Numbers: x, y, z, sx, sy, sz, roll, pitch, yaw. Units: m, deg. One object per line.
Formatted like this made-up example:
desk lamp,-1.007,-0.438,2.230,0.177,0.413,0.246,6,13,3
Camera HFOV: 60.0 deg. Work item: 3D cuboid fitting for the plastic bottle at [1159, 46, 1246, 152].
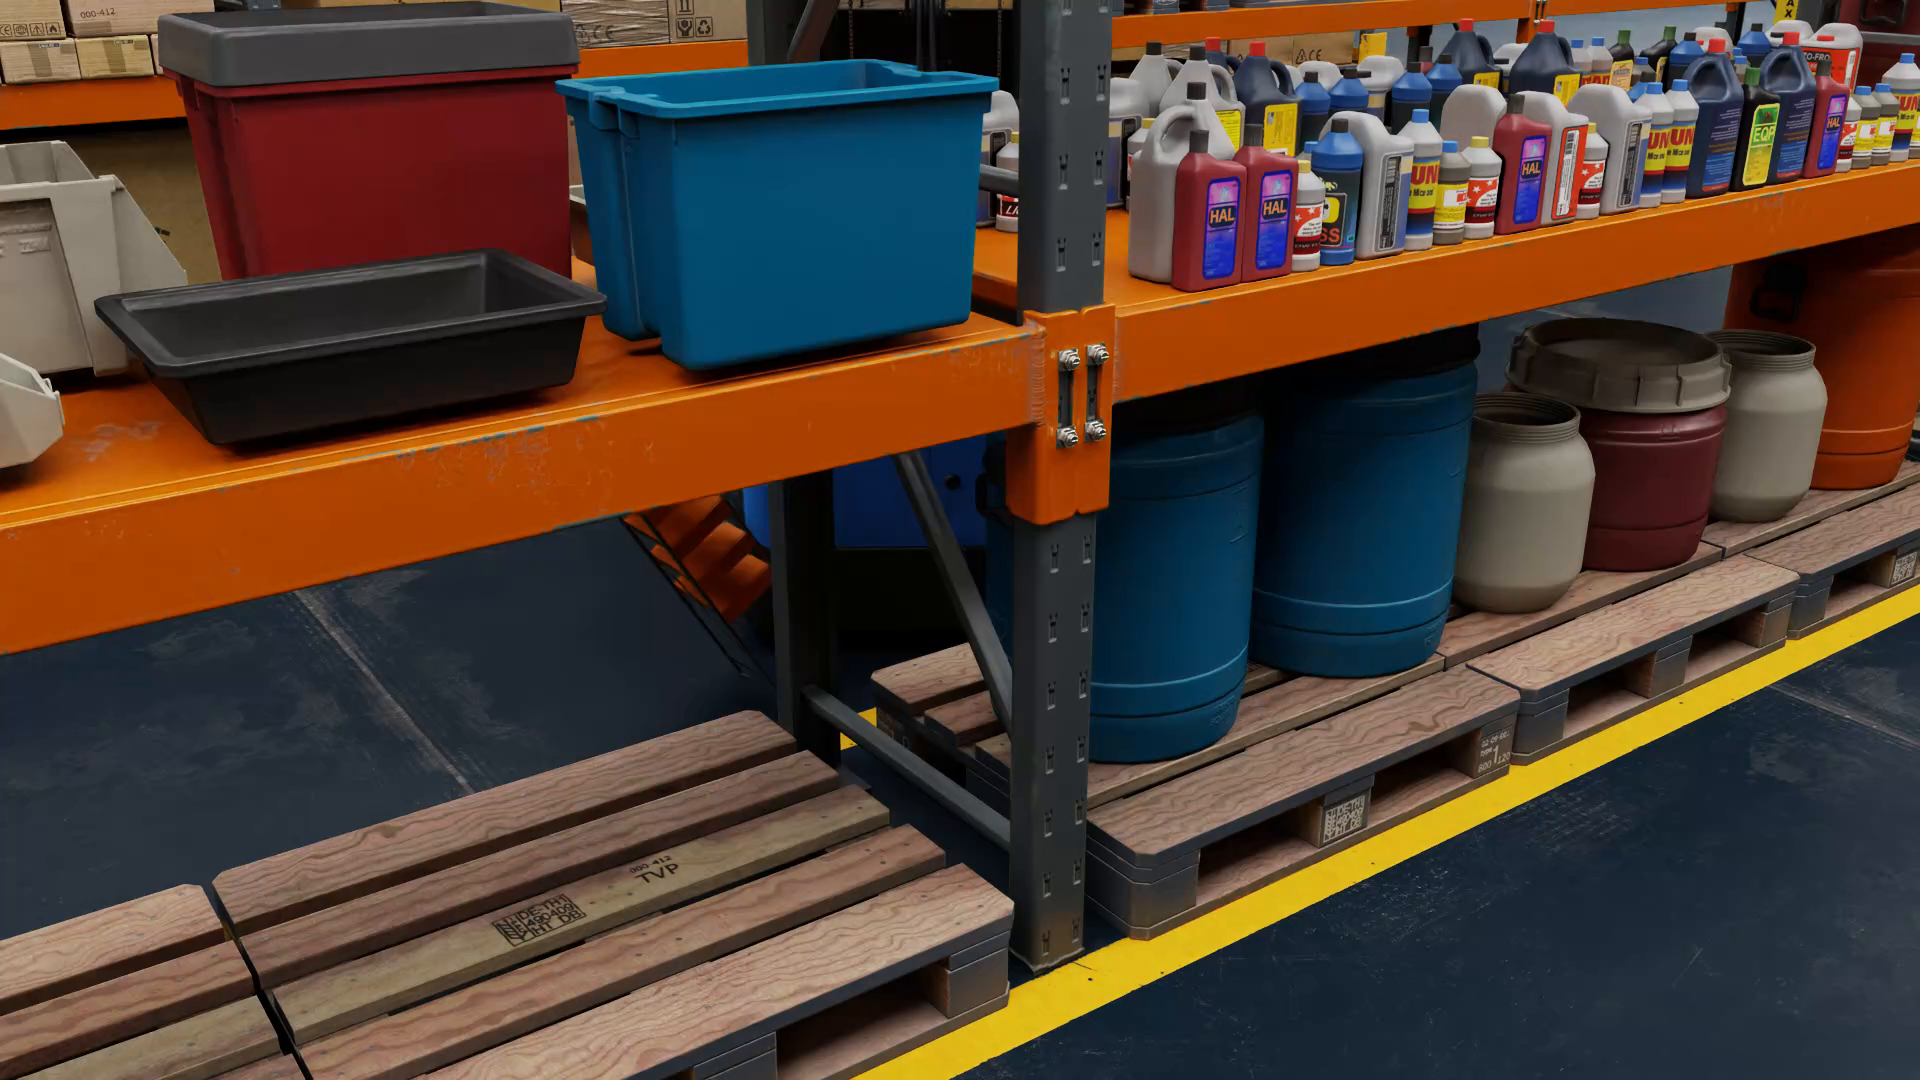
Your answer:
plastic bottle,0.545,-0.933,3.753,0.185,0.351,0.144,-15,26,-33

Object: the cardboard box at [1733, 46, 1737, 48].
cardboard box,6.237,-3.693,13.410,0.500,0.500,0.500,-10,24,-23

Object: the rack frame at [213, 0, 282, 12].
rack frame,-2.987,-2.192,6.841,0.127,3.000,1.000,-15,26,-33

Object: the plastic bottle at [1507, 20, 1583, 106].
plastic bottle,1.553,-1.198,4.417,0.185,0.351,0.144,-15,26,-33

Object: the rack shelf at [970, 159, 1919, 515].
rack shelf,1.529,-0.800,4.325,4.000,0.370,1.077,-15,26,-33

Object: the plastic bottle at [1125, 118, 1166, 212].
plastic bottle,0.421,-0.837,3.715,0.097,0.201,0.097,0,22,0

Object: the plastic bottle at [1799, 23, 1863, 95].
plastic bottle,2.701,-1.467,5.194,0.135,0.276,0.152,-15,26,-33

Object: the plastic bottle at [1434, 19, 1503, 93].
plastic bottle,1.355,-1.214,4.459,0.185,0.351,0.144,-15,26,-33

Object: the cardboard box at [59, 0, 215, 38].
cardboard box,-3.192,-2.085,6.376,0.500,0.250,0.500,-15,26,-34

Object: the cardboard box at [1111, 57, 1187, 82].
cardboard box,1.211,-2.721,9.935,0.500,0.250,0.500,-12,25,-27

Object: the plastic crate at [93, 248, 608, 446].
plastic crate,-0.846,-0.278,2.337,0.590,0.125,0.437,-15,26,-33

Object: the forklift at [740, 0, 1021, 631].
forklift,-0.118,-1.609,5.474,1.130,2.935,3.031,-1,22,-1

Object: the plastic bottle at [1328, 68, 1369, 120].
plastic bottle,0.940,-1.008,4.049,0.097,0.271,0.097,0,22,0

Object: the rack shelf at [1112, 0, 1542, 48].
rack shelf,1.883,-3.156,10.229,4.000,0.370,1.077,-15,26,-33

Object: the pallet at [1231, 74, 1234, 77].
pallet,2.346,-4.549,16.511,1.213,0.211,1.003,-15,26,-33

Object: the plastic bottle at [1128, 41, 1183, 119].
plastic bottle,0.460,-0.976,3.861,0.185,0.351,0.144,-15,26,-33

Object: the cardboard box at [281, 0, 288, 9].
cardboard box,-2.767,-2.421,7.282,0.500,0.500,0.500,-15,26,-33

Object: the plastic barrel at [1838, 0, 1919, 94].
plastic barrel,3.352,-1.822,5.732,0.708,0.536,0.600,-15,26,-33

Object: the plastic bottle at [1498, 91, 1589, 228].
plastic bottle,1.255,-0.830,3.596,0.135,0.276,0.152,-15,26,-33

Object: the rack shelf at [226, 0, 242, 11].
rack shelf,-4.179,-3.804,11.854,4.000,0.370,1.077,-15,26,-33

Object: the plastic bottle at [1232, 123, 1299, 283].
plastic bottle,0.560,-0.627,3.078,0.133,0.283,0.061,-15,26,-33

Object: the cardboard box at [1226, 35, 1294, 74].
cardboard box,2.714,-5.153,16.564,0.875,0.875,0.875,-15,26,-34

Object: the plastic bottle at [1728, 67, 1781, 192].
plastic bottle,1.887,-0.981,3.965,0.133,0.283,0.061,-15,26,-33

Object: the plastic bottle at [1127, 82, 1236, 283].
plastic bottle,0.413,-0.666,3.085,0.185,0.351,0.144,-15,26,-33

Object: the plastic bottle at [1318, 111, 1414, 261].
plastic bottle,0.801,-0.709,3.292,0.135,0.276,0.152,-15,26,-33

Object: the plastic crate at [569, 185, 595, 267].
plastic crate,-0.556,-0.549,3.000,0.243,0.136,0.396,-15,26,-33

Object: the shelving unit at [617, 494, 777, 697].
shelving unit,-0.702,-0.073,4.059,0.189,1.200,0.258,-46,41,-18

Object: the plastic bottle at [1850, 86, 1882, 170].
plastic bottle,2.307,-1.063,4.282,0.097,0.201,0.097,0,22,0

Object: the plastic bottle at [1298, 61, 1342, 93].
plastic bottle,0.852,-1.044,4.132,0.135,0.276,0.152,-15,26,-33

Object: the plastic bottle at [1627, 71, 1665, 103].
plastic bottle,1.627,-0.980,3.979,0.097,0.271,0.097,0,22,0

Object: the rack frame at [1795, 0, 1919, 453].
rack frame,3.152,-1.567,5.277,0.127,3.000,1.000,-15,26,-33

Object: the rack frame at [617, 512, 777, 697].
rack frame,-0.762,-0.011,4.031,0.006,1.200,0.240,-46,41,-18

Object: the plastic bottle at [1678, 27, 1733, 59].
plastic bottle,2.237,-1.413,5.058,0.135,0.276,0.152,-15,26,-33

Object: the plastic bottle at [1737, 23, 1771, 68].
plastic bottle,2.502,-1.494,5.267,0.097,0.271,0.097,0,22,0

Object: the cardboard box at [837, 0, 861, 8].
cardboard box,-0.824,-2.703,7.988,0.500,0.500,0.500,-16,27,-35

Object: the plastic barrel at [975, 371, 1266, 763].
plastic barrel,0.357,-0.035,3.700,0.708,0.901,0.600,-15,26,-33

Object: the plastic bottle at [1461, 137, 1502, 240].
plastic bottle,1.069,-0.733,3.454,0.097,0.201,0.097,0,22,0

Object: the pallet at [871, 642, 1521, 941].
pallet,0.556,0.439,4.011,1.213,0.211,1.003,-15,26,-33

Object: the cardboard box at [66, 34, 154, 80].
cardboard box,-3.253,-1.854,6.335,0.250,0.149,0.380,-14,26,-32

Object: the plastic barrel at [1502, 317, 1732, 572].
plastic barrel,1.848,-0.287,4.755,0.708,0.588,0.600,-15,26,-33

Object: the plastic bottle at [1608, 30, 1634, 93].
plastic bottle,1.914,-1.351,4.893,0.133,0.283,0.061,-15,26,-33

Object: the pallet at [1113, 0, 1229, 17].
pallet,0.776,-3.155,9.513,1.003,0.211,1.213,-15,26,-33

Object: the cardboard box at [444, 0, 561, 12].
cardboard box,-2.060,-2.371,7.157,0.500,0.500,0.500,-15,26,-33

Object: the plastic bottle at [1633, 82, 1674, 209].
plastic bottle,1.554,-0.895,3.765,0.097,0.271,0.097,0,22,0

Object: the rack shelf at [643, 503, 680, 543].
rack shelf,-0.732,-0.124,4.012,0.180,0.103,0.258,-46,41,-18
